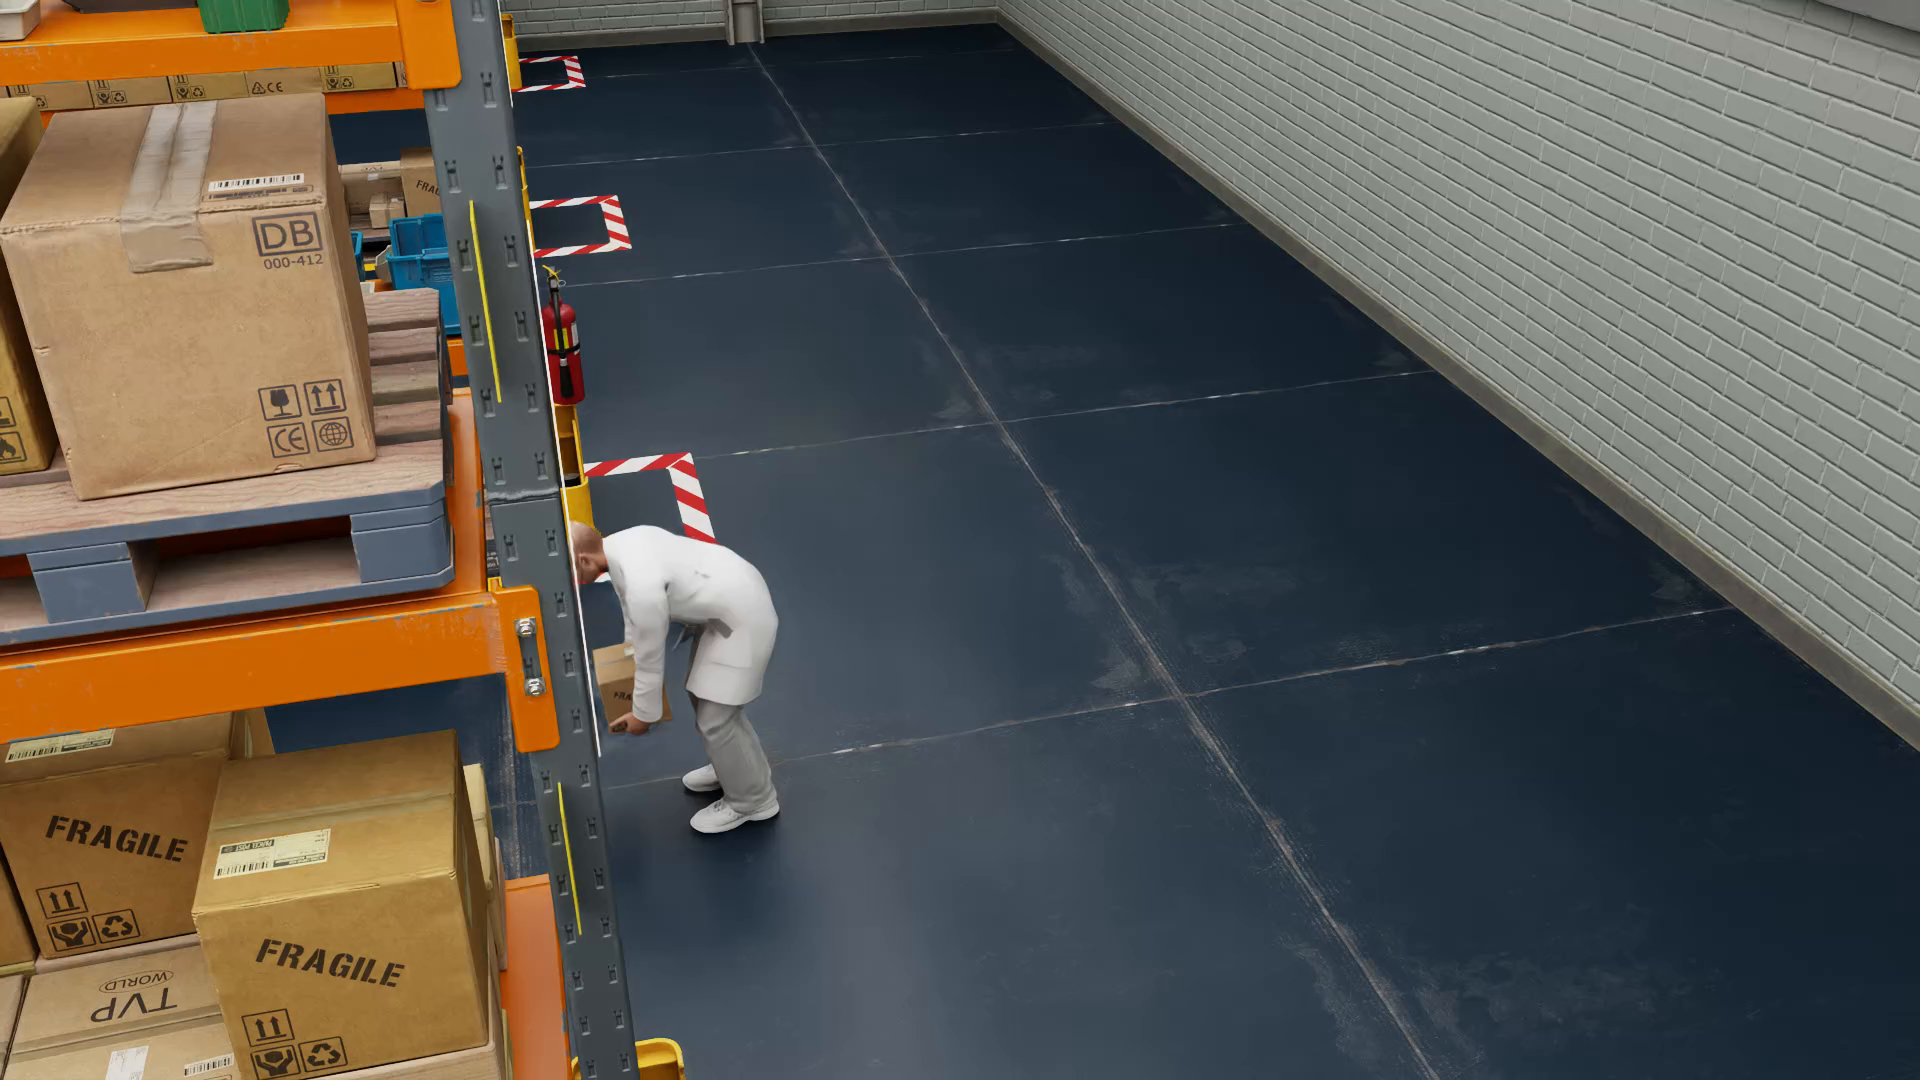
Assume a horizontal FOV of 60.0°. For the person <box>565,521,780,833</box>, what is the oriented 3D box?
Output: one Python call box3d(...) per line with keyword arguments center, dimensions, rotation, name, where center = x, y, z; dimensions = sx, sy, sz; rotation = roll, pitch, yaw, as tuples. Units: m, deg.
box3d(center=(-1.147, 0.514, 6.617), dimensions=(0.860, 1.416, 0.552), rotation=(-8, 31, -14), name="person")
